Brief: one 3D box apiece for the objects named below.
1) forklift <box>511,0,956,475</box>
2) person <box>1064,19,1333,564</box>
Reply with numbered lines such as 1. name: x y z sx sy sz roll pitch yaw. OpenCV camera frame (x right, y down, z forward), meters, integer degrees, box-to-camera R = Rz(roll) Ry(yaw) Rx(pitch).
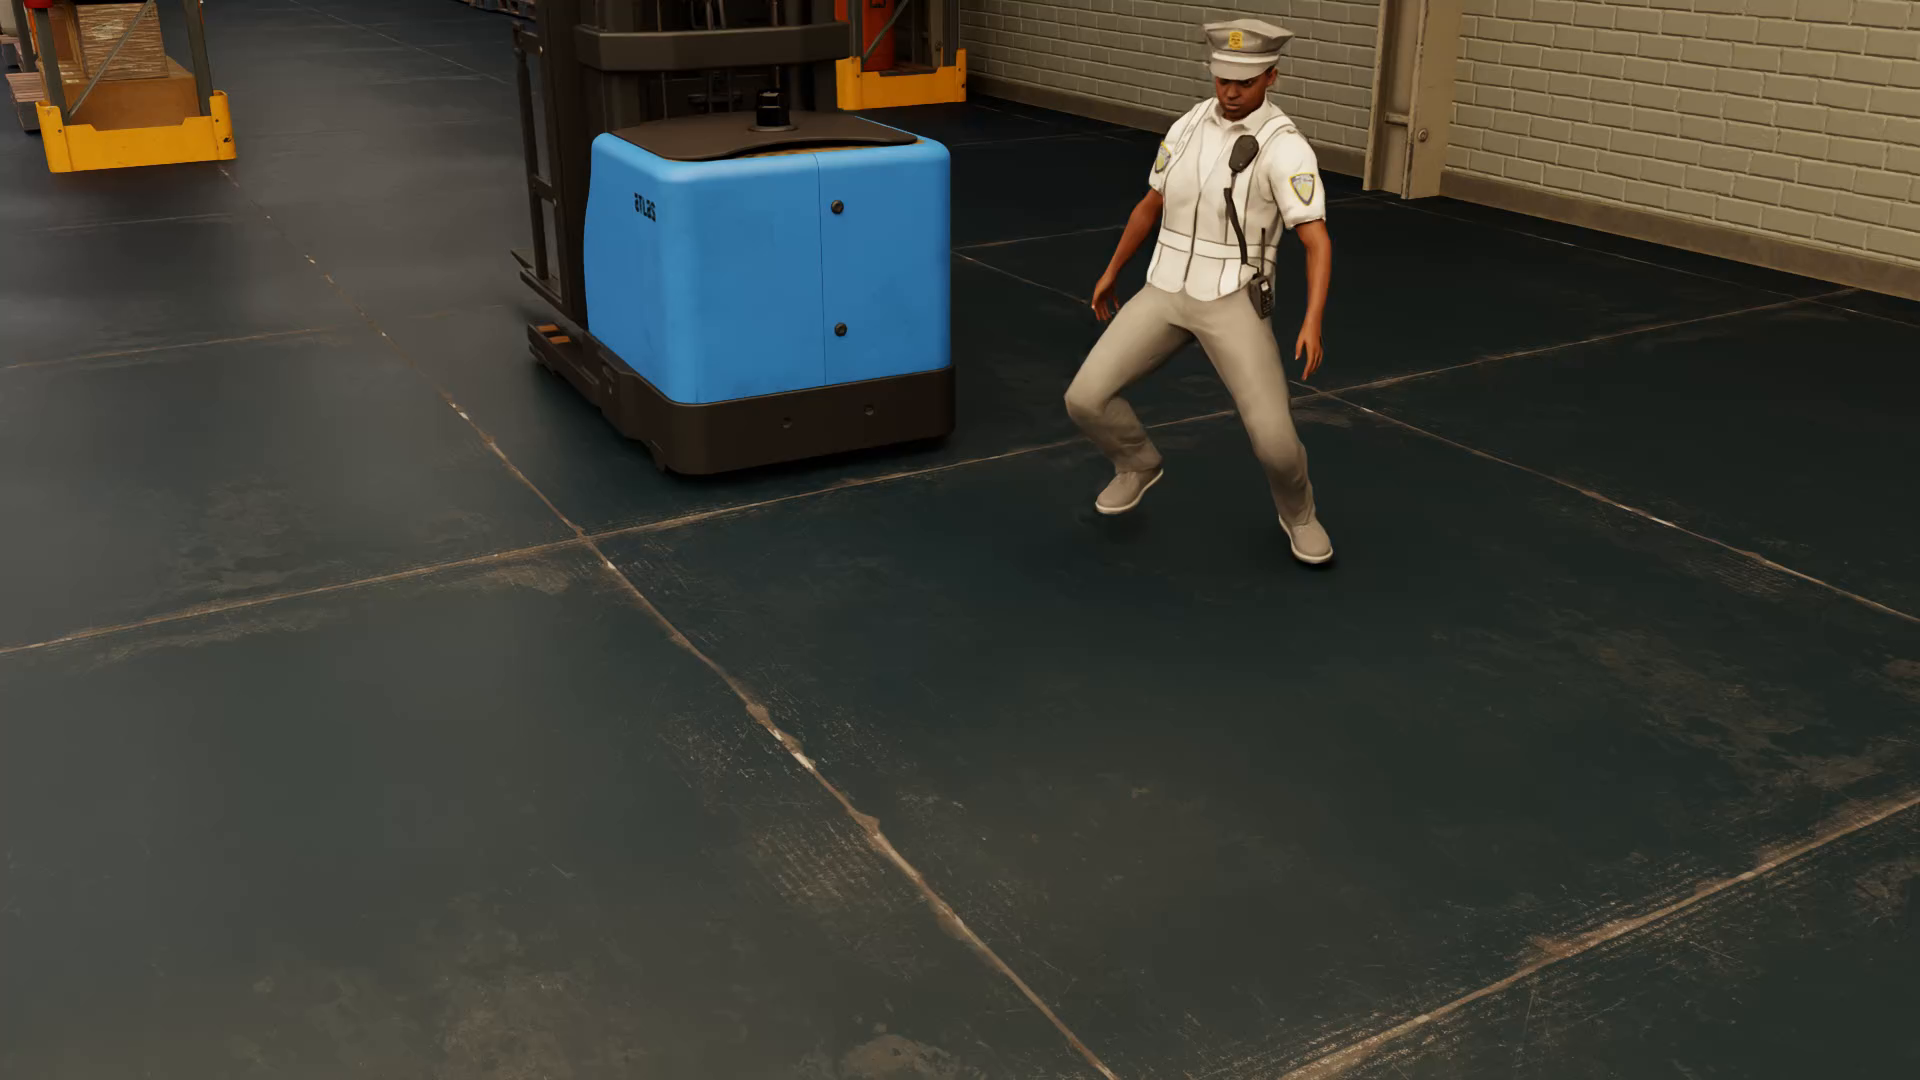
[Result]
1. forklift: -1.142 -2.090 6.366 1.130 2.935 3.031 -11 25 -25
2. person: 0.725 -0.702 4.780 0.851 1.527 0.578 19 29 38
